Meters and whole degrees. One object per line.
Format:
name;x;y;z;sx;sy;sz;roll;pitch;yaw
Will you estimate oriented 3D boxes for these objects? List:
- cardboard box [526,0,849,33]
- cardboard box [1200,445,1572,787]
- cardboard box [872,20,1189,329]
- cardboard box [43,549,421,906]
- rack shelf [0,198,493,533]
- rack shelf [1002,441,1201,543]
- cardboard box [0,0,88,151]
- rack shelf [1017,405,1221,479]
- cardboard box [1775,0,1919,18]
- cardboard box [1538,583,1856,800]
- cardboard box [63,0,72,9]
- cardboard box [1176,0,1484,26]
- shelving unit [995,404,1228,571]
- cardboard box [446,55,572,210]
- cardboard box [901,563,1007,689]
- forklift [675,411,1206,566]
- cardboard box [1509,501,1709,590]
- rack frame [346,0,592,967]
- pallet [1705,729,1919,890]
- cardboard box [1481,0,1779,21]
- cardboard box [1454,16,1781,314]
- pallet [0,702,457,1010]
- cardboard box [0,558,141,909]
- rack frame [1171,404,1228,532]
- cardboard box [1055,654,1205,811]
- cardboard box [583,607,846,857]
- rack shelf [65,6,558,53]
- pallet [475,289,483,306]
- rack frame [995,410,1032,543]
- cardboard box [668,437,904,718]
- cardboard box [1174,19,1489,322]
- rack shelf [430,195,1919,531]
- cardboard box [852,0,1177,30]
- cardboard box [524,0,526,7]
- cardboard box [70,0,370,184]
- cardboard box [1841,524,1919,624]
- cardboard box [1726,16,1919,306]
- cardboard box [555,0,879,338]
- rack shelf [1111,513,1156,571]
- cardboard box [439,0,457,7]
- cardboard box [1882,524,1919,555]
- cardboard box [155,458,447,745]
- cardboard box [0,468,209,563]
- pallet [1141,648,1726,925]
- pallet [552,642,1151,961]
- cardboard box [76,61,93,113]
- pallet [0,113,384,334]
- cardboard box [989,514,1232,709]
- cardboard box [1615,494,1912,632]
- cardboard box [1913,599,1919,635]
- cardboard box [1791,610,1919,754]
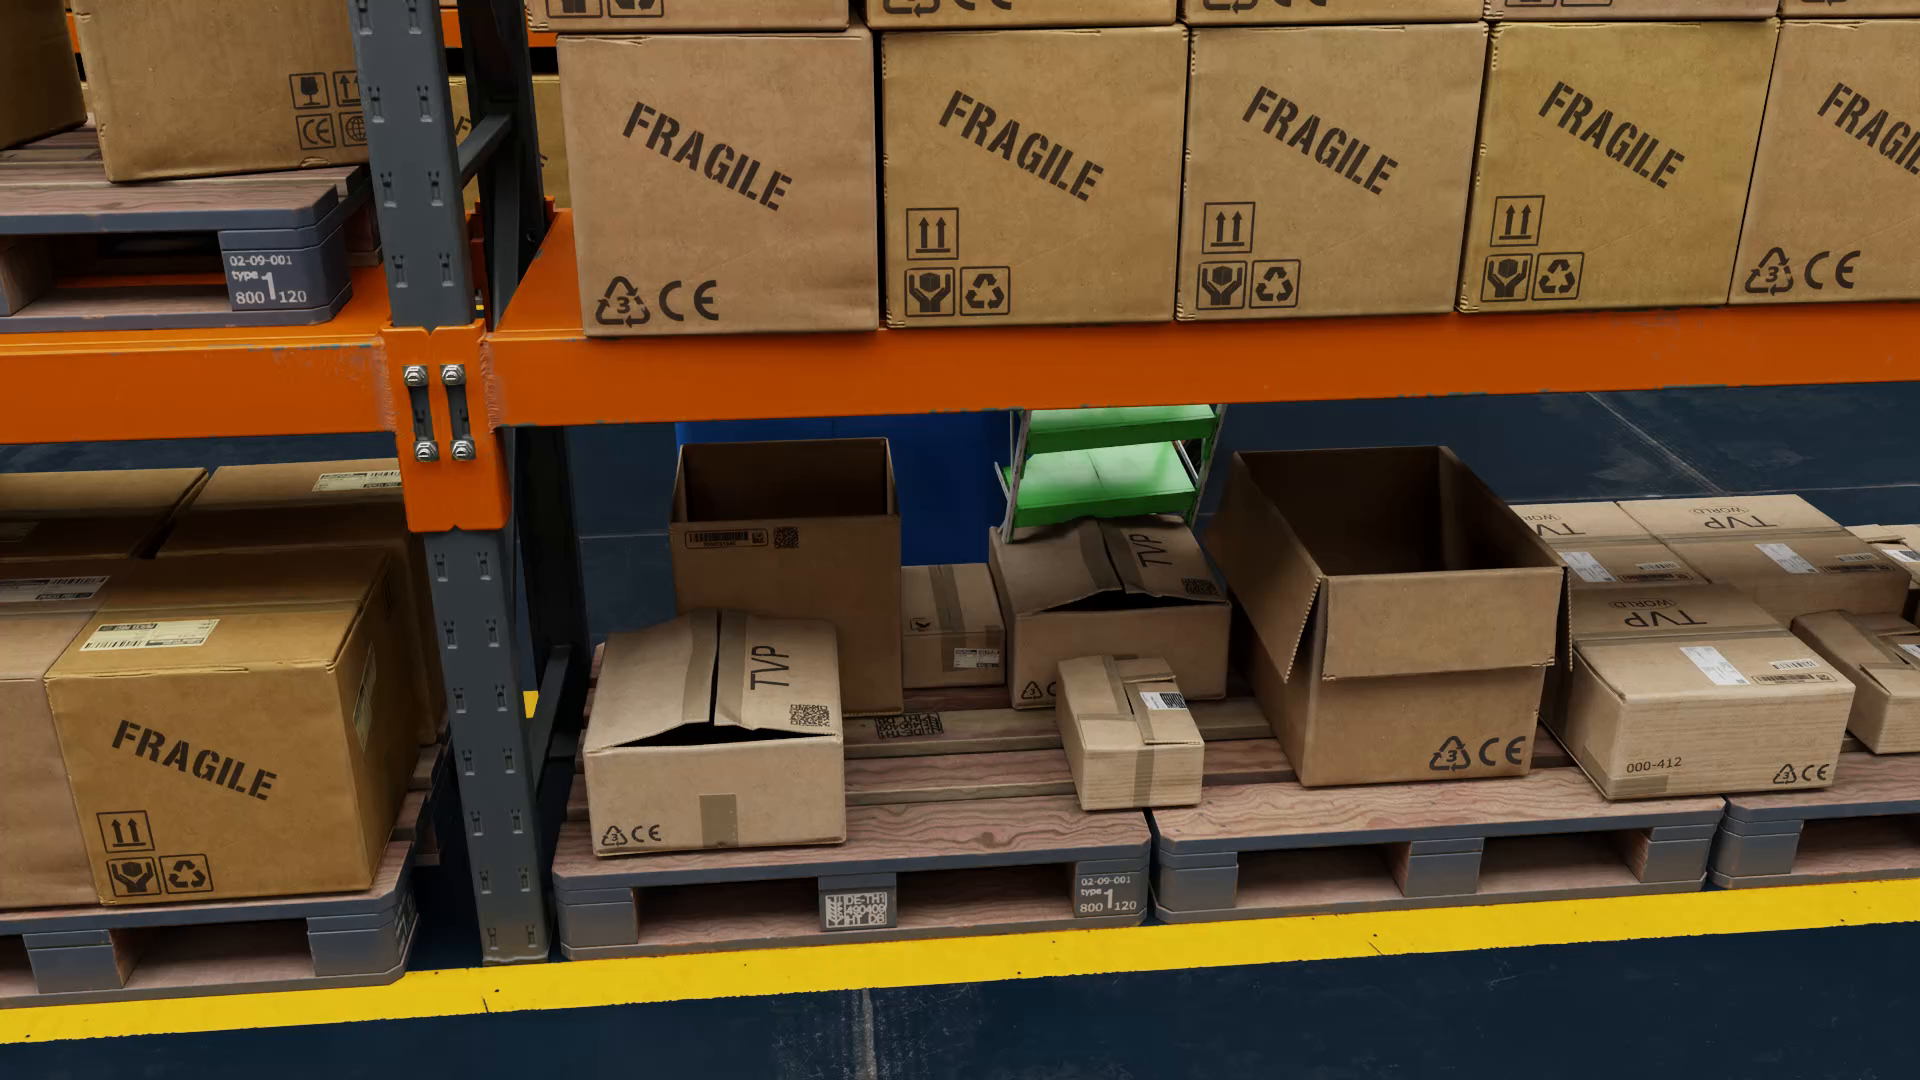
cardboard box;-0.443;-1.128;2.741;0.500;0.500;0.500;-2;24;-4
cardboard box;0.929;0.142;3.769;0.637;0.503;0.797;-2;24;-5
cardboard box;0.104;-0.698;3.005;0.500;0.500;0.500;-2;24;-4
cardboard box;-1.403;0.356;3.292;0.500;0.500;0.500;-2;24;-5
rack shelf;-2.930;-0.312;3.145;4.000;0.370;1.077;-2;24;-5
rack shelf;0.327;-0.137;4.185;0.480;0.148;0.258;-6;46;-14
cardboard box;-2.111;-0.977;3.114;0.500;0.500;0.700;1;24;3
rack shelf;0.351;-0.306;4.016;0.480;0.148;0.258;-6;46;-14
cardboard box;1.607;-1.211;2.927;0.500;0.500;0.500;-2;24;-4
cardboard box;1.576;0.322;3.676;0.500;0.250;0.500;-2;24;-5
cardboard box;-3.783;-2.440;7.330;0.250;0.149;0.380;-2;24;-4
cardboard box;0.582;-1.169;2.834;0.500;0.500;0.500;-3;24;-7
shelving unit;0.333;-0.182;4.140;0.503;1.200;0.258;-6;46;-14
cardboard box;-2.064;-1.854;7.857;0.750;0.750;0.750;-2;24;-5
cardboard box;-0.033;0.204;4.065;0.250;0.149;0.380;-2;24;-5
forklift;0.232;-1.576;5.188;1.130;2.935;3.031;9;26;20
cardboard box;1.477;0.122;4.126;0.500;0.250;0.500;-2;24;-5
rack frame;-0.940;-0.721;3.178;0.127;3.000;1.000;-2;24;-5
pallet;2.172;0.429;4.025;1.213;0.211;1.003;-2;24;-5
cardboard box;1.096;-1.190;2.881;0.500;0.500;0.500;-2;24;-4
cardboard box;1.108;-0.738;3.095;0.500;0.500;0.500;-3;24;-6
pallet;-1.745;0.601;3.637;1.213;0.211;1.003;-2;24;-5
cardboard box;-1.895;0.372;3.255;0.500;0.500;0.500;-2;24;-5
rack frame;0.569;-0.207;4.198;0.015;1.200;0.240;-6;46;-14
cardboard box;0.359;0.405;3.592;0.250;0.166;0.380;-2;24;-5
cardboard box;-0.501;0.378;3.476;0.500;0.311;0.500;-2;24;-5
rack shelf;-3.421;-2.314;7.649;4.000;0.370;1.077;-2;24;-5
pallet;-2.191;-1.387;8.111;1.213;0.211;1.003;-2;24;-5
rack frame;0.098;-0.157;4.081;0.015;1.200;0.240;-6;46;-14
cardboard box;-0.401;0.083;3.906;0.500;0.500;0.500;-2;24;-5
cardboard box;0.602;-0.717;3.048;0.500;0.500;0.500;-2;24;-5
rack shelf;1.051;-0.472;3.504;4.000;0.370;1.077;-2;24;-5
cardboard box;0.070;-1.149;2.788;0.500;0.500;0.500;-3;24;-7
cardboard box;-1.988;-2.470;7.398;0.250;0.149;0.380;-2;24;-4
cardboard box;-1.433;-1.030;3.233;0.500;0.500;0.700;-11;26;-23
cardboard box;2.342;0.101;4.276;0.250;0.166;0.380;-2;24;-5
cardboard box;1.609;-0.758;3.140;0.500;0.500;0.500;-2;24;-5
cardboard box;-0.406;-0.677;2.956;0.500;0.500;0.500;-2;24;-4
rack shelf;0.303;0.033;4.353;0.480;0.148;0.258;-6;46;-14
cardboard box;-2.250;-2.477;7.415;0.250;0.149;0.380;-2;24;-3
cardboard box;2.590;0.099;4.302;0.250;0.149;0.380;-2;24;-5
cardboard box;-1.445;0.141;3.775;0.500;0.500;0.500;-3;24;-8
cardboard box;-1.975;0.167;3.717;0.500;0.500;0.500;-2;24;-4
pallet;0.961;0.477;3.918;1.213;0.211;1.003;-2;24;-5
pallet;-0.256;0.527;3.805;1.213;0.211;1.003;-2;24;-5
cardboard box;-3.794;-1.781;7.694;0.750;0.750;0.750;-2;24;-5
pallet;-1.746;-0.645;3.245;1.213;0.211;1.003;-2;24;-5
cardboard box;0.346;0.140;4.011;0.500;0.311;0.500;-2;24;-5
cardboard box;1.974;0.102;4.171;0.500;0.250;0.500;-2;24;-5
cardboard box;2.524;0.182;3.683;0.500;0.500;0.500;-2;24;-5
cardboard box;2.112;0.314;3.796;0.250;0.166;0.380;-2;24;-5
